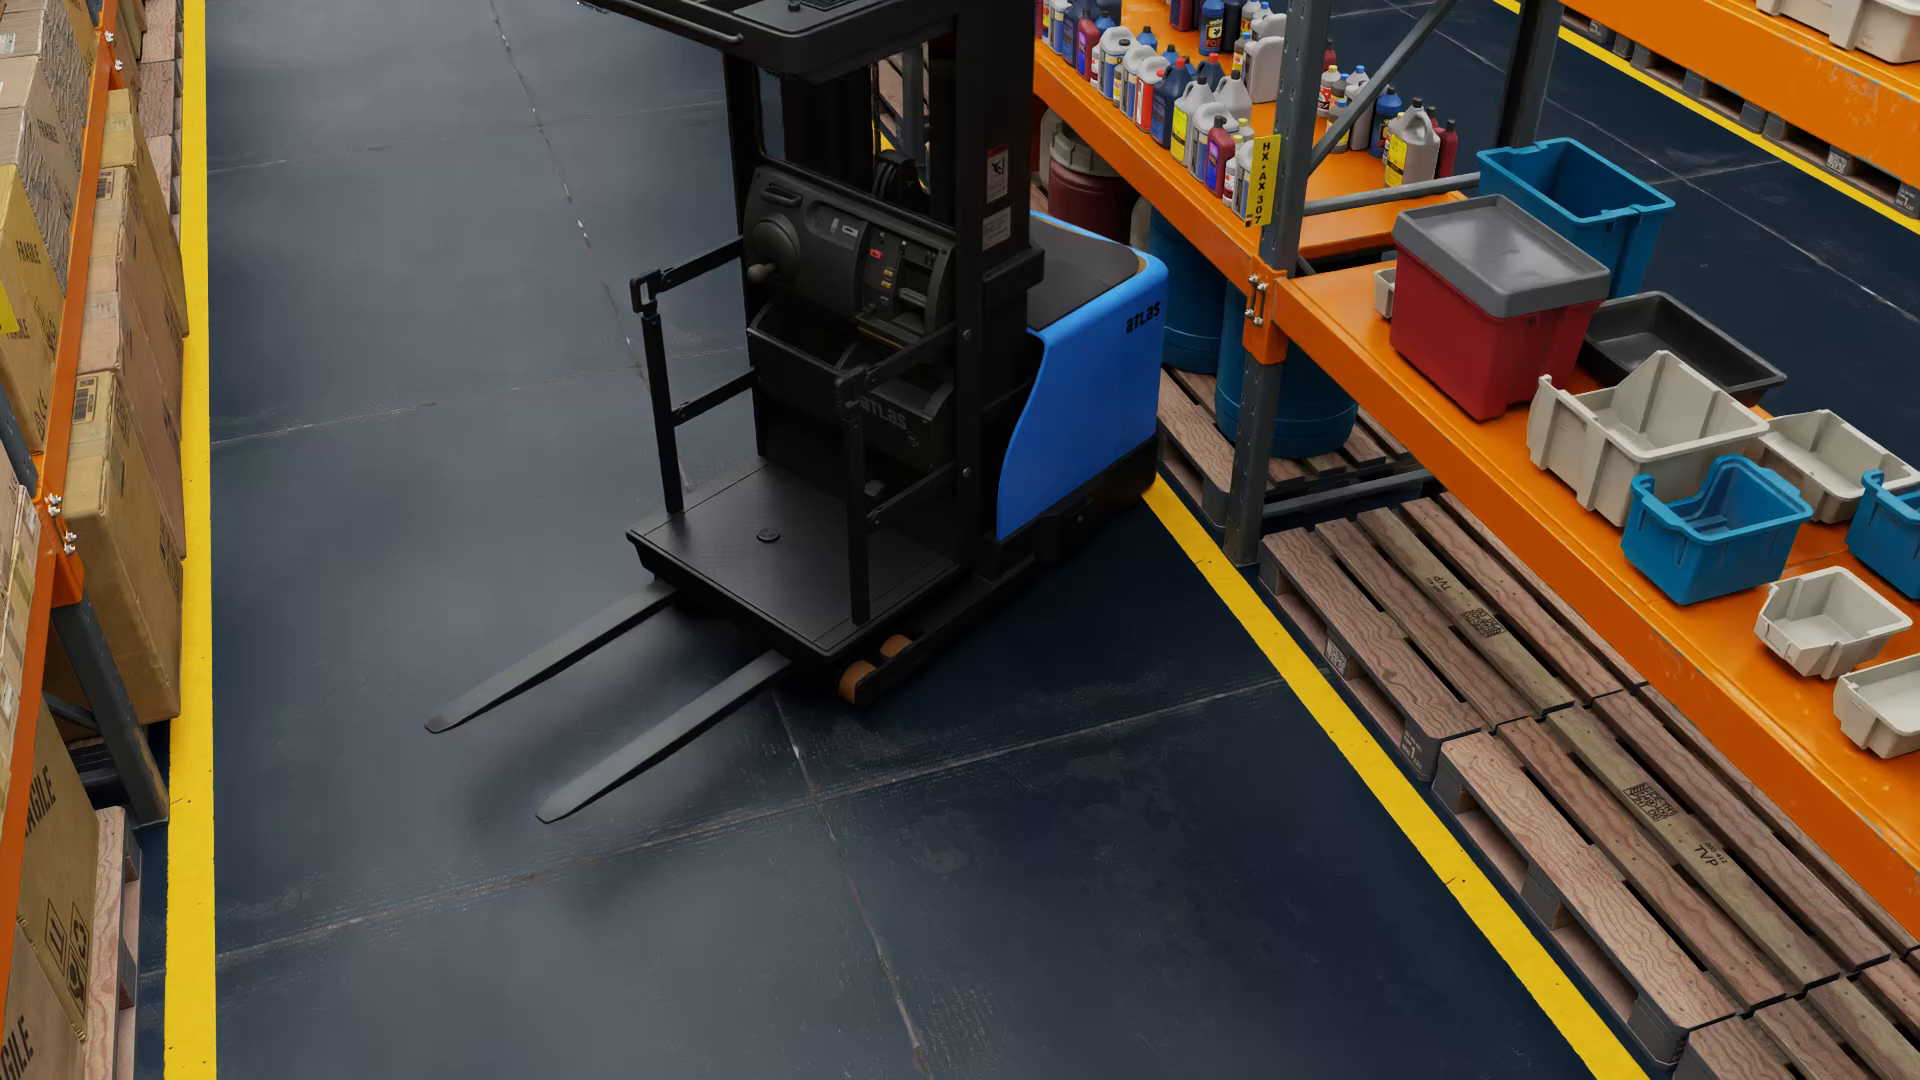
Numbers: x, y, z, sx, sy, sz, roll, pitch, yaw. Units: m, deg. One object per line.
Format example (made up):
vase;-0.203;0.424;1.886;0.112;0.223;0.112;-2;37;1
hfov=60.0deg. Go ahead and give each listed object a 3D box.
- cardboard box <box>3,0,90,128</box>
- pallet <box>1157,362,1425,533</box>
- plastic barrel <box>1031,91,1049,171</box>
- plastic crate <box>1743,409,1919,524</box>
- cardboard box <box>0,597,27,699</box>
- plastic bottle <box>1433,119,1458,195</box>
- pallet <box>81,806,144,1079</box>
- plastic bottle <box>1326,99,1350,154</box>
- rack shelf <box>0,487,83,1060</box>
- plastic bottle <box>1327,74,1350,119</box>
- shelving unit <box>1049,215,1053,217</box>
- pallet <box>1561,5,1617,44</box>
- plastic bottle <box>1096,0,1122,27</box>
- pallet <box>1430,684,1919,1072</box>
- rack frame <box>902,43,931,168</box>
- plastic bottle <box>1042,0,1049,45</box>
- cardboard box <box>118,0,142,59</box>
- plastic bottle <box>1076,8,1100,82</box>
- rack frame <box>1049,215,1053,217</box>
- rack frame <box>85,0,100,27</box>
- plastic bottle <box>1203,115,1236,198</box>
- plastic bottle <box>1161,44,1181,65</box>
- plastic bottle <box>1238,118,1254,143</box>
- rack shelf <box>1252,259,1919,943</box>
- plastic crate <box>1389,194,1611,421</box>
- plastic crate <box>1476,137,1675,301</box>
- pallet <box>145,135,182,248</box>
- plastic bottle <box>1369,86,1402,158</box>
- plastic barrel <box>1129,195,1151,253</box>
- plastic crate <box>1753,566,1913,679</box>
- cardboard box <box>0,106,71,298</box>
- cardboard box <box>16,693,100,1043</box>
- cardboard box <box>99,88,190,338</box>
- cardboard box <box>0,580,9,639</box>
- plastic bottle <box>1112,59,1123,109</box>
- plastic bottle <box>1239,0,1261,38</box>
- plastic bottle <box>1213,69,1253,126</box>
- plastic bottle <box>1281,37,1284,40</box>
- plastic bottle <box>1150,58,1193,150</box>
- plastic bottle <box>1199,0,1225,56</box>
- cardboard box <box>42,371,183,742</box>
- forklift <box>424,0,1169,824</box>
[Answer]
cardboard box;-3.915;-1.981;6.804;0.500;0.500;0.500;-13;39;-16
pallet;1.317;-0.548;7.302;1.003;0.211;1.213;-12;39;-16
plastic barrel;0.351;-2.505;9.037;0.600;0.830;0.708;-12;39;-16
plastic crate;2.425;-0.214;4.711;0.293;0.136;0.466;-12;39;-16
cardboard box;-2.518;0.303;4.063;0.380;0.149;0.250;-13;39;-17
plastic bottle;1.817;-1.466;6.300;0.061;0.283;0.133;-12;39;-16
pallet;-2.919;1.368;4.759;1.003;0.211;1.213;-12;39;-16
plastic bottle;1.505;-1.649;6.611;0.097;0.201;0.097;0;37;0
rack shelf;-2.419;1.225;3.228;1.077;0.370;4.000;-12;39;-16
plastic bottle;1.568;-1.811;6.826;0.097;0.201;0.097;0;37;0
shelving unit;0.238;-1.008;7.340;0.258;0.900;0.210;22;42;27
pallet;4.572;-3.860;11.699;1.003;0.211;1.213;-12;39;-16
plastic bottle;0.637;-2.379;7.456;0.144;0.351;0.185;-12;39;-16
pallet;2.256;0.994;5.255;1.003;0.211;1.213;-12;39;-16
rack frame;0.167;-3.477;8.873;1.000;3.000;0.127;-12;39;-16
plastic bottle;0.424;-2.390;7.537;0.097;0.271;0.097;0;37;0
cardboard box;-5.523;-3.264;10.302;0.700;0.500;0.500;-13;39;-16
plastic bottle;0.556;-2.146;7.203;0.061;0.283;0.133;-12;39;-16
rack frame;0.295;-1.059;7.407;0.240;0.900;0.006;22;42;27
rack frame;-4.484;-2.451;7.511;1.000;3.000;0.127;-12;39;-16
plastic bottle;0.981;-1.448;6.276;0.061;0.283;0.133;-12;39;-16
plastic bottle;0.869;-1.925;6.920;0.097;0.271;0.097;0;37;0
plastic bottle;1.089;-1.536;6.462;0.097;0.201;0.097;0;37;0
rack shelf;2.231;0.200;4.589;1.077;0.370;4.000;-12;39;-16
plastic crate;1.615;-0.710;5.097;0.402;0.464;0.583;-12;39;-16
plastic crate;2.024;-1.042;5.603;0.392;0.384;0.575;-12;39;-16
pallet;-4.751;-1.779;8.937;1.003;0.211;1.213;-12;39;-16
plastic bottle;1.681;-1.653;6.558;0.097;0.271;0.097;0;37;0
plastic barrel;1.018;-1.440;7.887;0.421;0.512;0.421;0;37;0
plastic crate;2.145;0.218;4.136;0.298;0.136;0.250;-12;39;-16
cardboard box;-3.377;-1.110;5.647;0.500;0.500;0.500;-13;39;-17
cardboard box;-2.955;0.879;4.507;0.875;0.875;0.875;-12;39;-16
cardboard box;-4.266;-1.376;7.501;1.225;0.875;0.875;-14;39;-18
cardboard box;-2.529;0.236;3.821;0.500;0.250;0.500;-11;38;-15
plastic bottle;0.693;-1.921;6.972;0.097;0.201;0.097;0;37;0
plastic bottle;1.295;-2.286;7.399;0.097;0.271;0.097;0;37;0
plastic bottle;1.055;-1.679;6.527;0.144;0.351;0.185;-12;39;-16
plastic bottle;1.423;-2.031;7.056;0.152;0.276;0.135;-12;39;-16
plastic bottle;0.856;-1.753;6.626;0.144;0.351;0.185;-12;39;-16
plastic bottle;1.127;-2.312;7.433;0.097;0.271;0.097;0;37;0
cardboard box;-3.346;0.132;5.499;1.225;0.875;0.875;-12;39;-16
forklift;-0.535;-0.918;5.533;1.130;2.935;3.031;28;45;32
